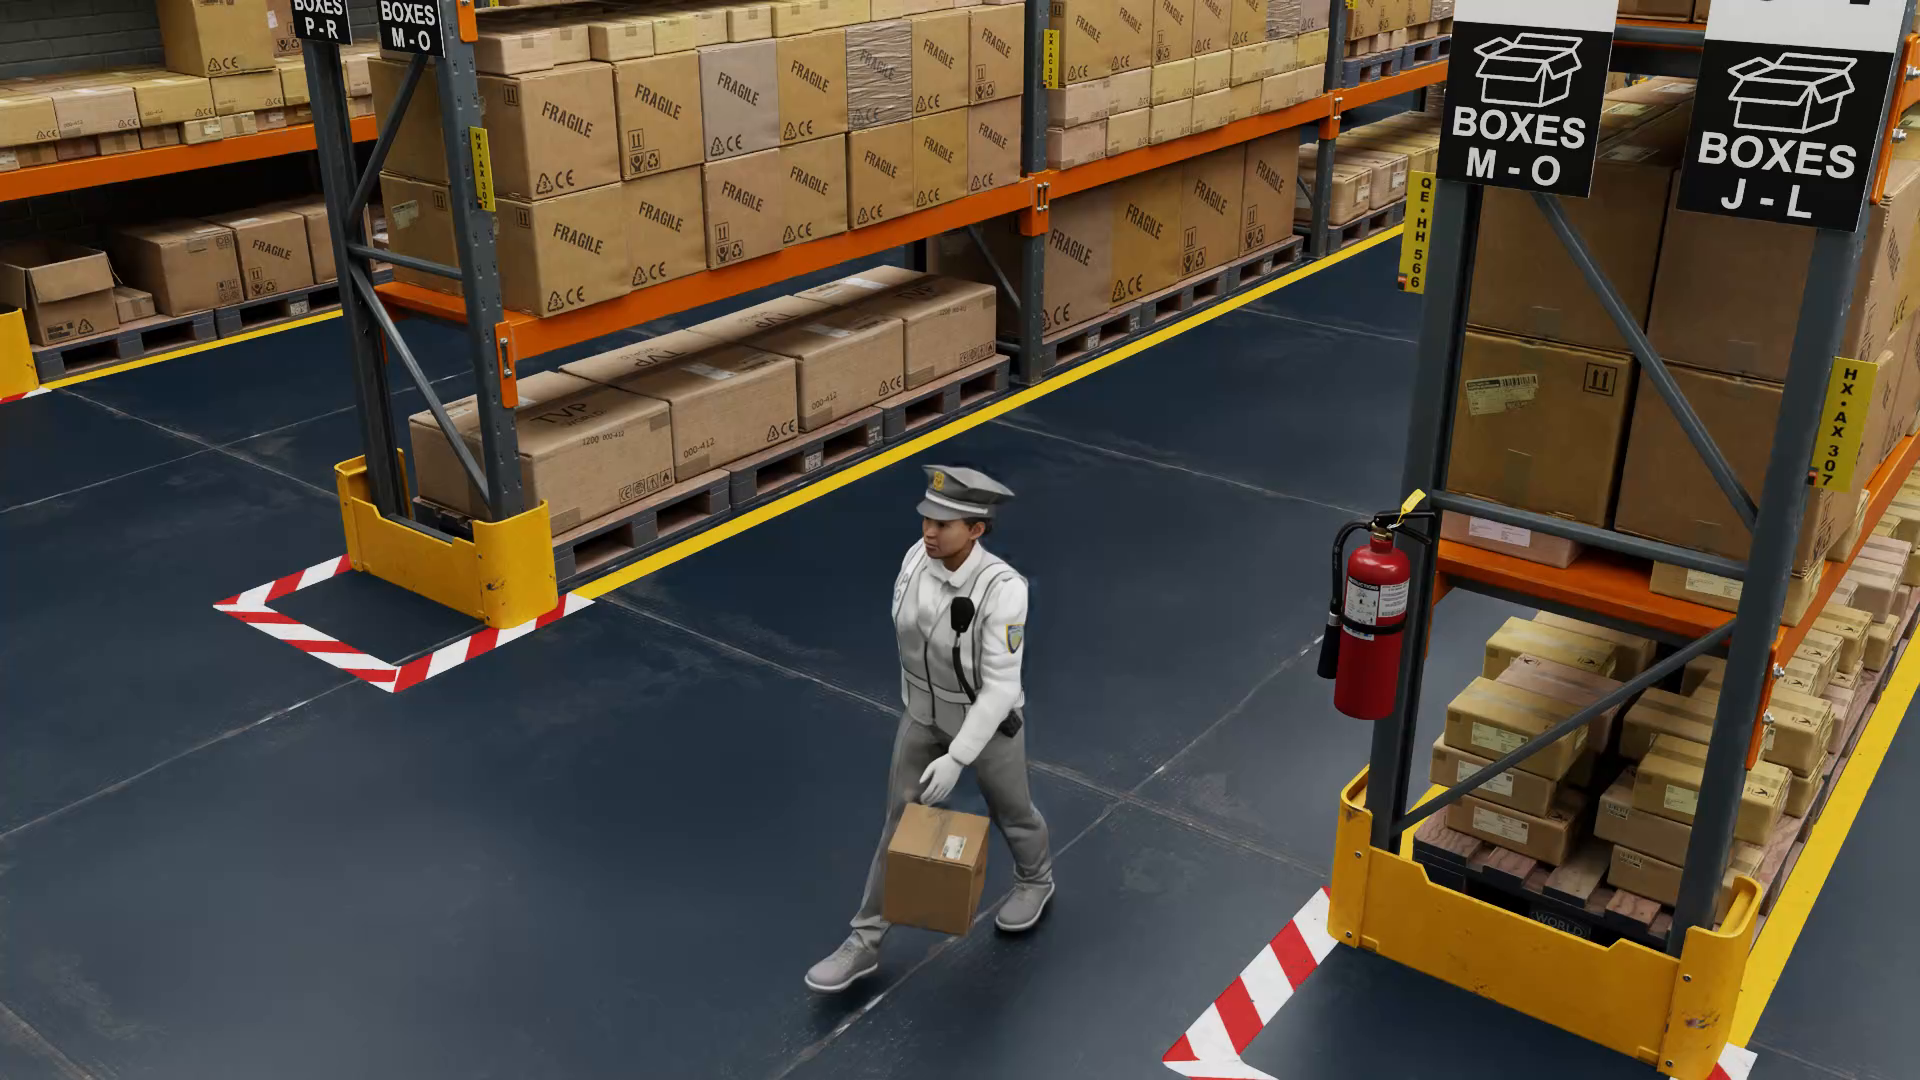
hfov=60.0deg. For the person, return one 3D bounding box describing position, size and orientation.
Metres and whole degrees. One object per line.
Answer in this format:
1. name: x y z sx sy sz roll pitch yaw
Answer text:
1. person: -0.029 0.543 4.834 0.506 1.638 0.946 17 29 34
